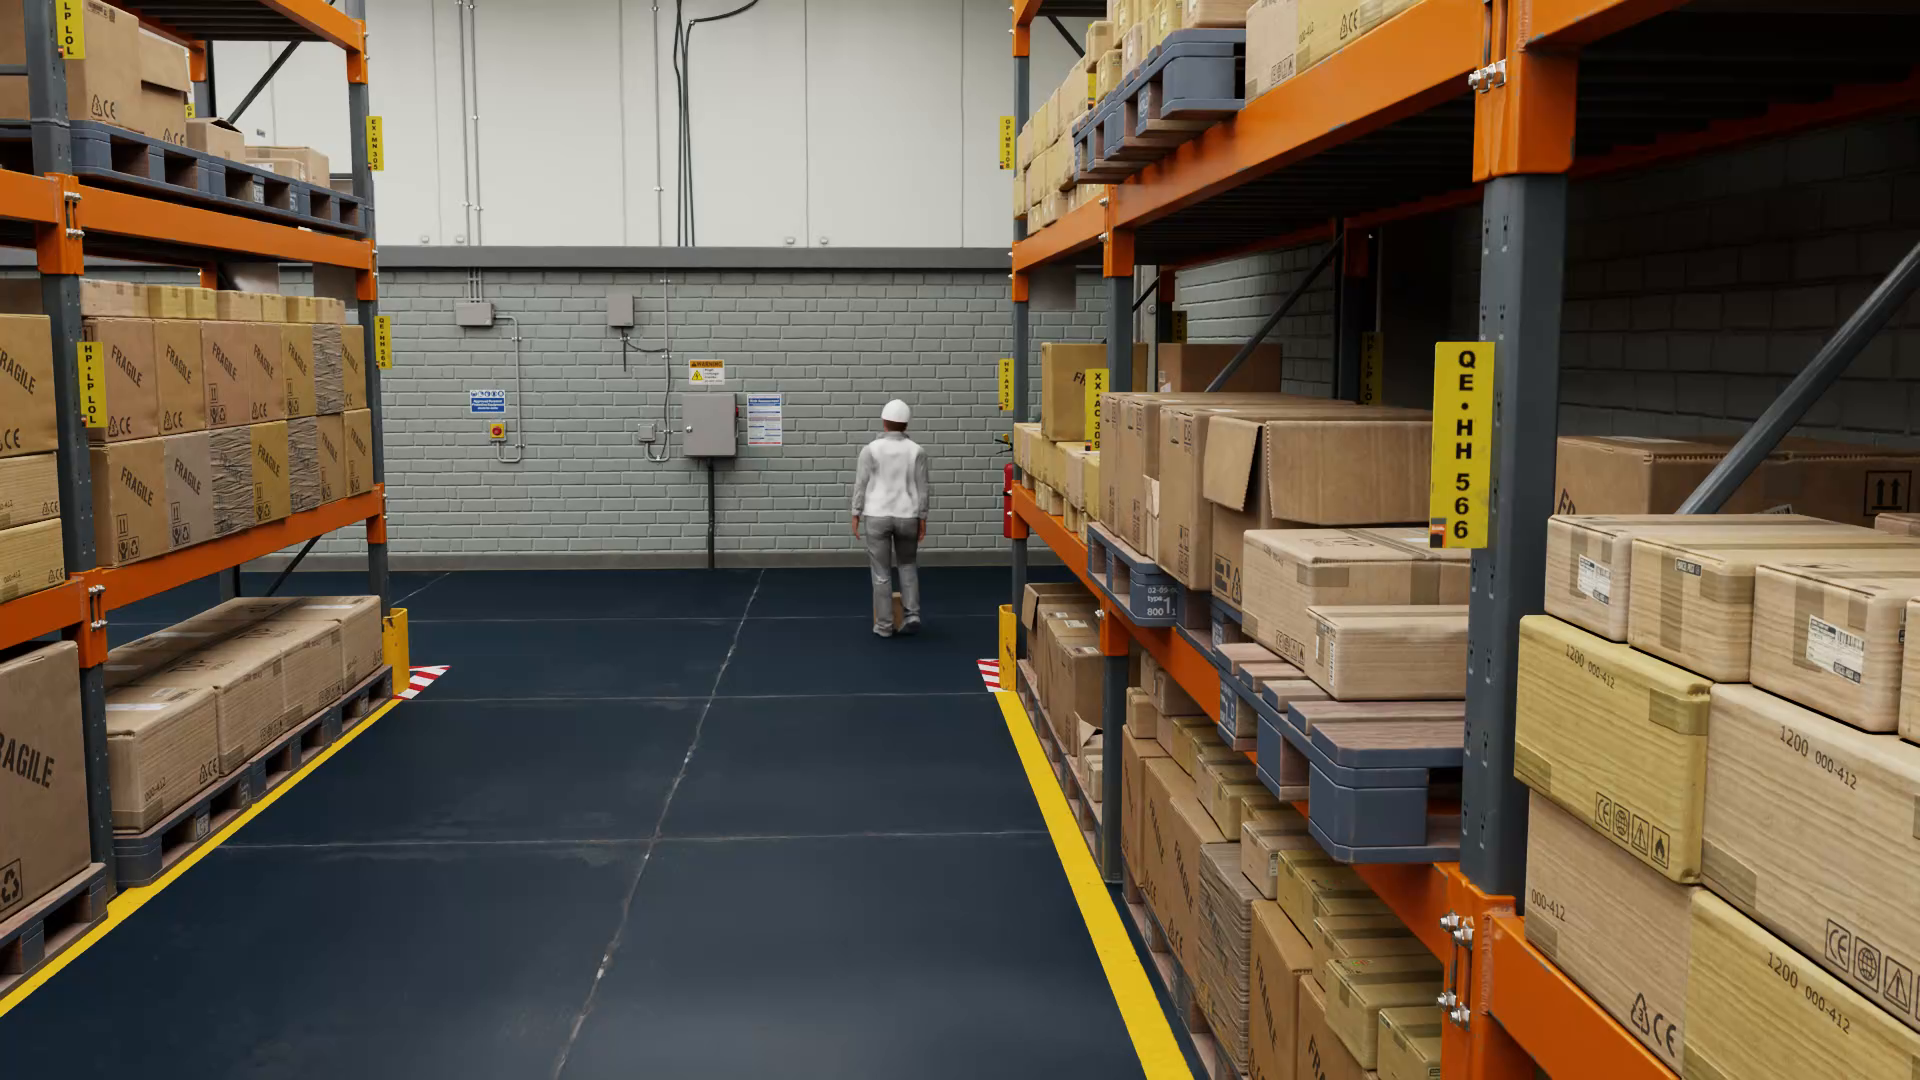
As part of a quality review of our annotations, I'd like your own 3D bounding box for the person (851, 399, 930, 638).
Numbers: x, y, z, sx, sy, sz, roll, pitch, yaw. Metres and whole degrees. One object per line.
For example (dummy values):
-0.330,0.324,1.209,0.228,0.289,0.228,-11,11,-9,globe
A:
-0.533,-0.153,12.458,0.577,1.800,0.431,-2,7,-14,person
